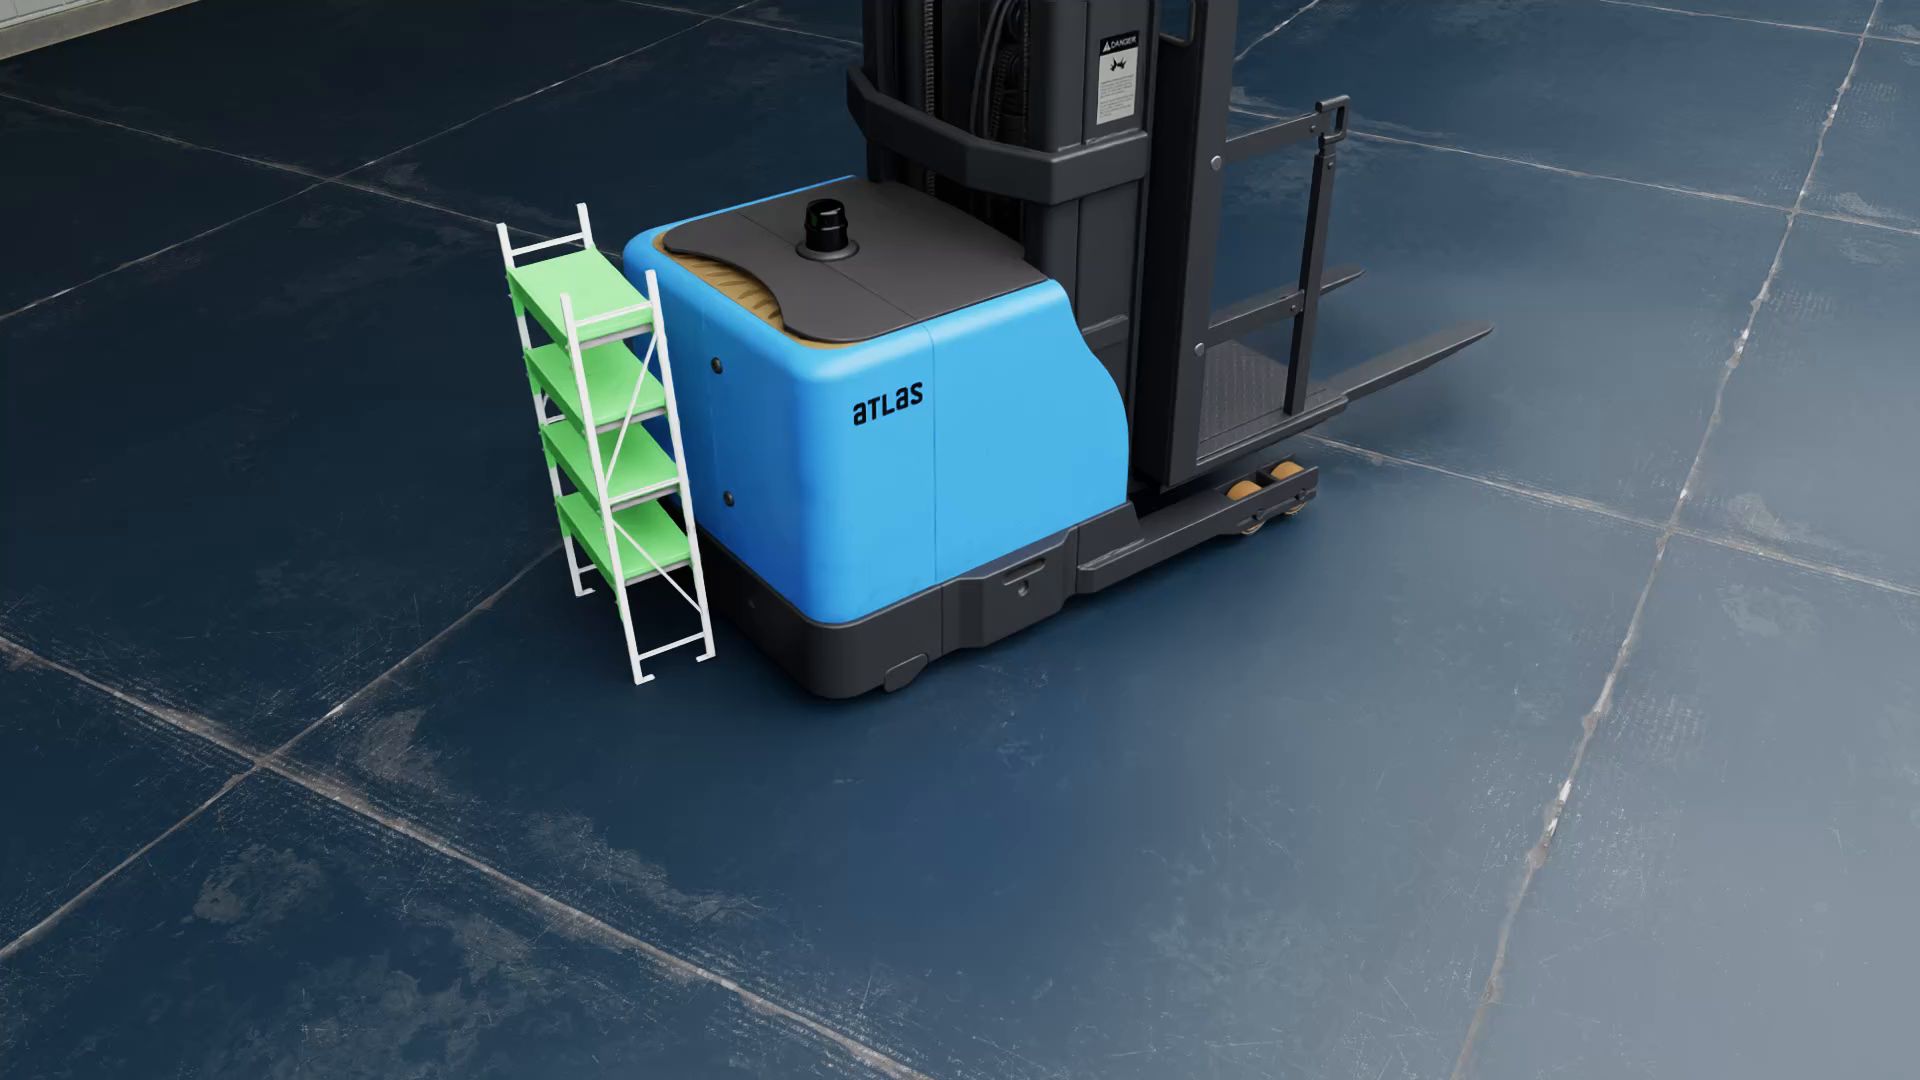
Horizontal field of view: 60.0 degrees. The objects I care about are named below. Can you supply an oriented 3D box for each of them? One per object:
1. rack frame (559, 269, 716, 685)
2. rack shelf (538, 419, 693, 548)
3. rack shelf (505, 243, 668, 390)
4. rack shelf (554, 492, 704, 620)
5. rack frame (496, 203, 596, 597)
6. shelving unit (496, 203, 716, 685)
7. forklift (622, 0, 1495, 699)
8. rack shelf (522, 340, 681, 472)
[{"bbox_3d":[-0.826,-0.127,4.348,0.240,1.200,0.015,-20,39,-23],"label":"rack frame"},{"bbox_3d":[-0.947,-0.192,4.560,0.258,0.148,0.480,-20,39,-23],"label":"rack shelf"},{"bbox_3d":[-0.965,-0.585,4.286,0.258,0.148,0.480,-20,39,-23],"label":"rack shelf"},{"bbox_3d":[-0.938,0.005,4.697,0.258,0.148,0.480,-20,39,-23],"label":"rack shelf"},{"bbox_3d":[-1.073,-0.361,4.699,0.240,1.200,0.015,-20,39,-23],"label":"rack frame"},{"bbox_3d":[-0.950,-0.244,4.524,0.258,1.200,0.503,-20,39,-23],"label":"shelving unit"},{"bbox_3d":[0.533,-1.449,4.781,3.031,2.935,1.130,-23,40,-30],"label":"forklift"},{"bbox_3d":[-0.956,-0.388,4.423,0.258,0.148,0.480,-20,39,-23],"label":"rack shelf"}]
